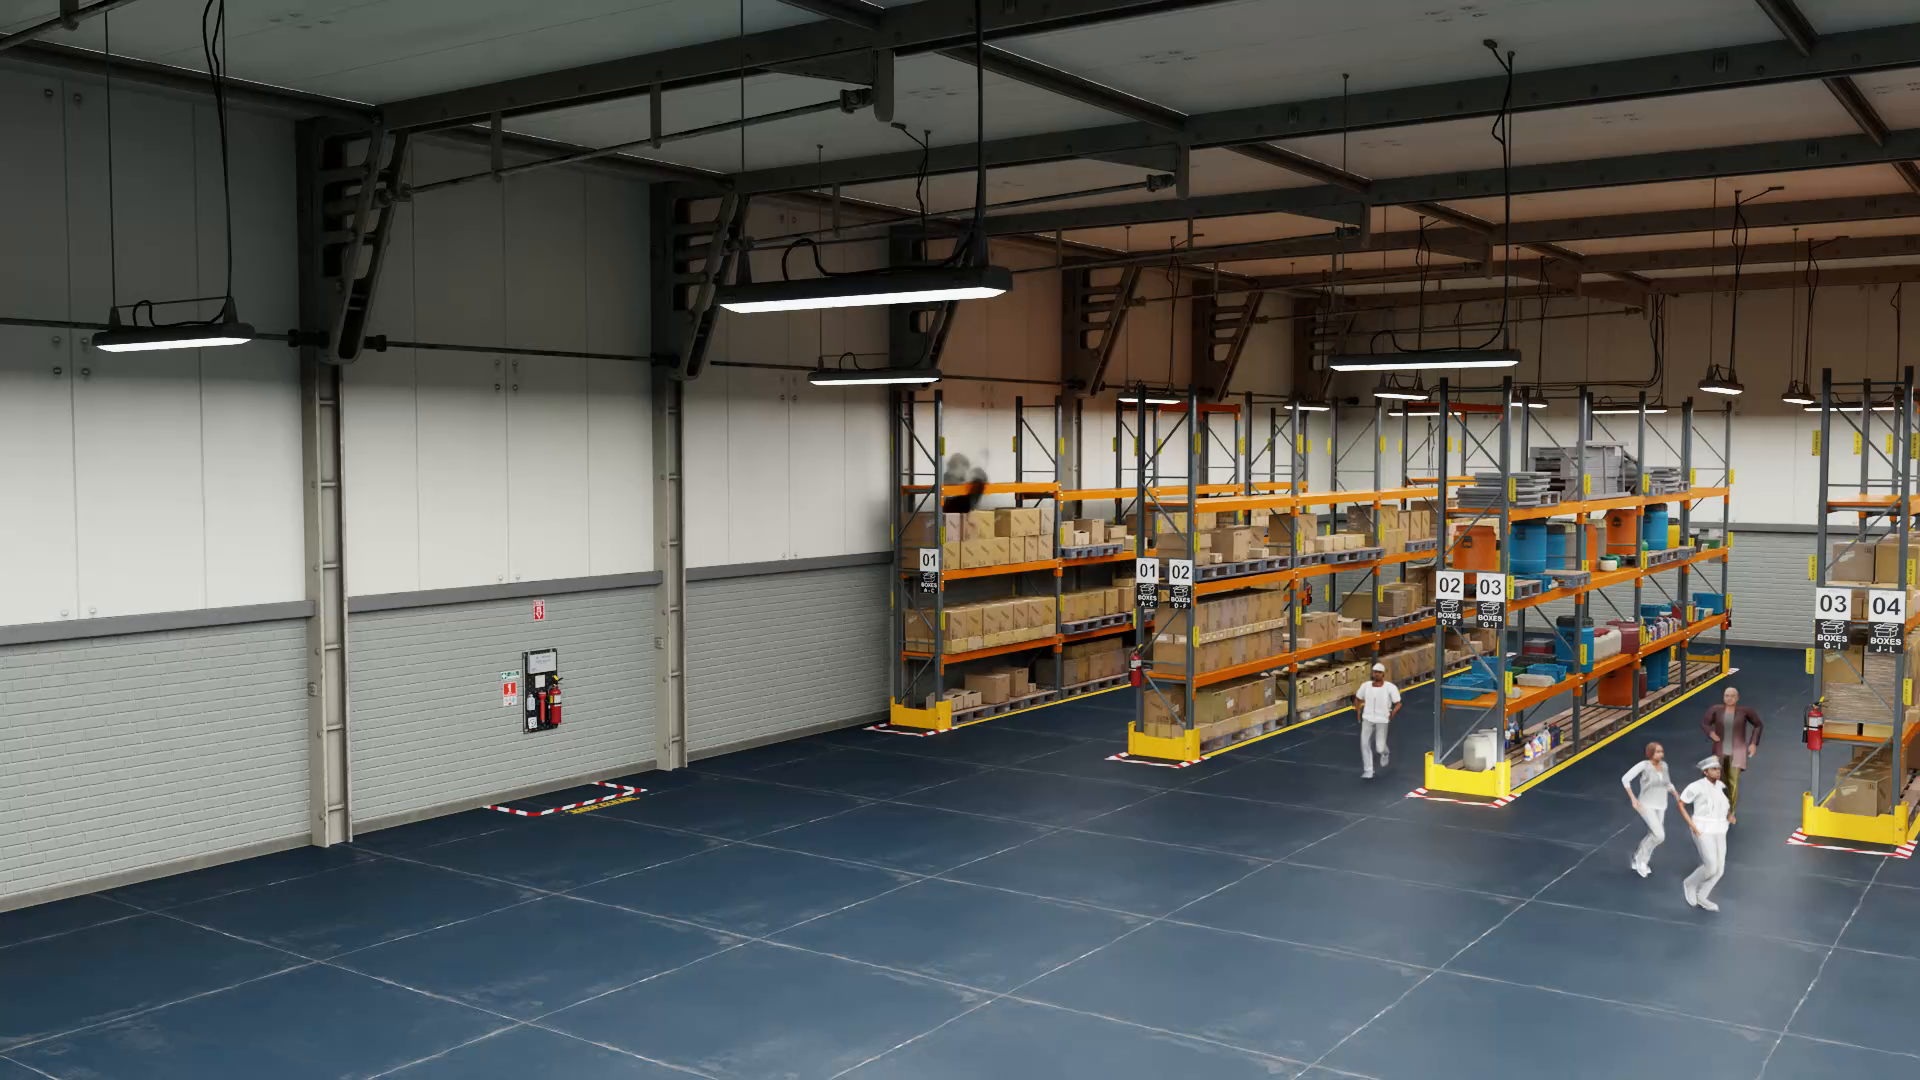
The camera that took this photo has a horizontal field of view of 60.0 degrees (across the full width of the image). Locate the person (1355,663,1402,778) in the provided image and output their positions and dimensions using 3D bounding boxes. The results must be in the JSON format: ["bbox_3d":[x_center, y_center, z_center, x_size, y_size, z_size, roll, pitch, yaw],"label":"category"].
[{"bbox_3d":[6.293,2.732,25.163,0.721,1.735,0.715,2,4,29],"label":"person"}]

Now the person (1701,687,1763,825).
[{"bbox_3d":[10.372,2.869,22.400,0.747,1.787,0.964,2,4,36],"label":"person"}]

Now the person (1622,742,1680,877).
[{"bbox_3d":[8.043,3.122,19.281,0.536,1.573,0.629,-1,3,-23],"label":"person"}]

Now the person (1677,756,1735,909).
[{"bbox_3d":[8.090,3.152,17.910,0.576,1.671,0.538,-1,3,-21],"label":"person"}]
